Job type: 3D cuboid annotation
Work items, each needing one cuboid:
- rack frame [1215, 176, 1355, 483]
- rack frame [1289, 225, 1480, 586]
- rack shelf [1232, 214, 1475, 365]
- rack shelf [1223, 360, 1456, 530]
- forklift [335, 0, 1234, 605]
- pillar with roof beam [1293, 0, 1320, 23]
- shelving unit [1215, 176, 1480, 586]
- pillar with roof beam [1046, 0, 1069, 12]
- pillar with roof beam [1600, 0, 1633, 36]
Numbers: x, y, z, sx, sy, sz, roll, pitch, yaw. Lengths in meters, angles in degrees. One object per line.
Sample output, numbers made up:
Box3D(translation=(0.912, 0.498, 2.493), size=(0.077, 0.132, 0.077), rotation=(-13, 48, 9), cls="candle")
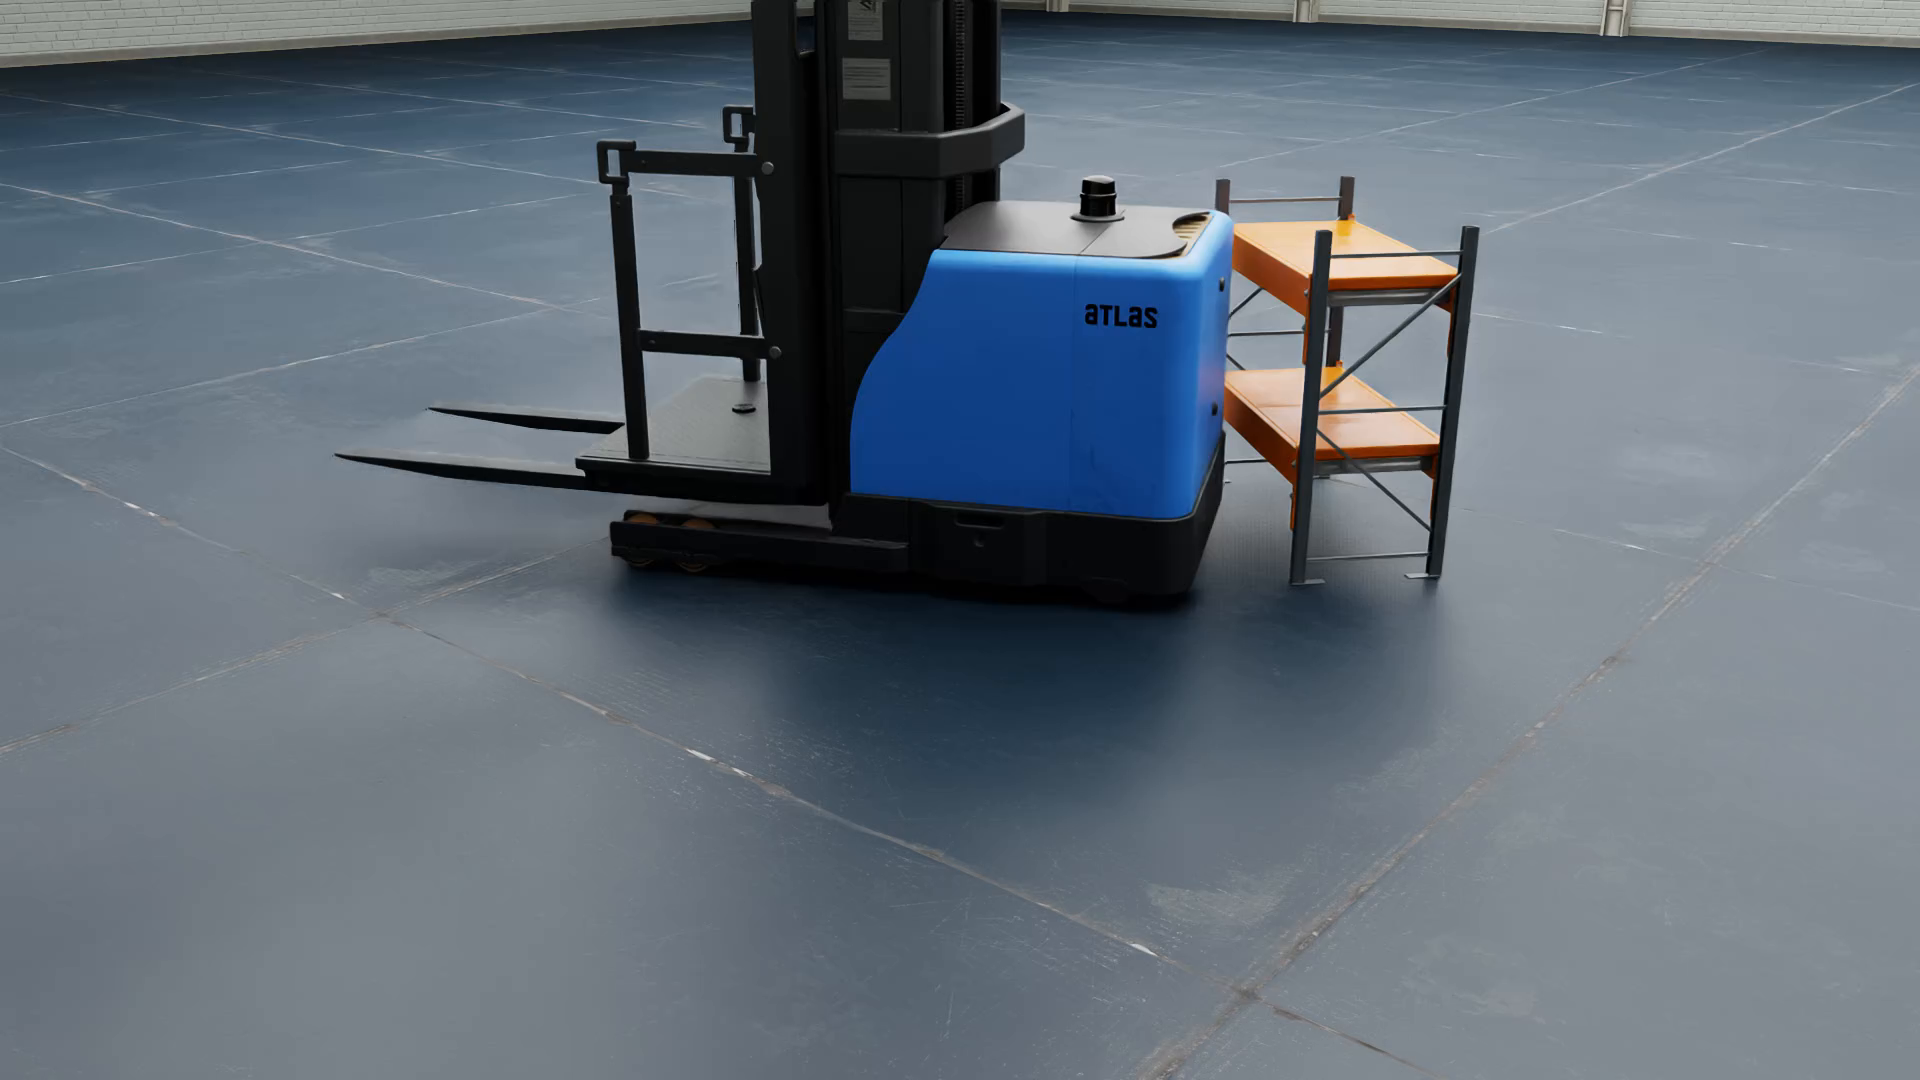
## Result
Box3D(translation=(1.151, -0.753, 6.071), size=(0.500, 1.125, 0.032), rotation=(-3, 21, -8), cls="rack frame")
Box3D(translation=(1.299, -0.398, 5.130), size=(0.500, 1.125, 0.032), rotation=(-3, 21, -8), cls="rack frame")
Box3D(translation=(1.225, -0.849, 5.497), size=(0.538, 0.278, 1.000), rotation=(-3, 21, -8), cls="rack shelf")
Box3D(translation=(1.225, -0.347, 5.686), size=(0.538, 0.278, 1.000), rotation=(-3, 21, -8), cls="rack shelf")
Box3D(translation=(-0.649, -1.442, 5.339), size=(3.031, 2.935, 1.130), rotation=(5, 21, 14), cls="forklift")
Box3D(translation=(4.050, -13.186, 27.881), size=(0.400, 9.000, 9.100), rotation=(16, 26, 36), cls="pillar with roof beam")
Box3D(translation=(1.225, -0.575, 5.600), size=(0.538, 1.125, 1.048), rotation=(-3, 21, -8), cls="shelving unit")
Box3D(translation=(-0.598, -14.524, 31.430), size=(0.400, 9.000, 9.100), rotation=(16, 26, 36), cls="pillar with roof beam")
Box3D(translation=(8.699, -11.847, 24.331), size=(0.400, 9.000, 9.100), rotation=(16, 26, 36), cls="pillar with roof beam")
